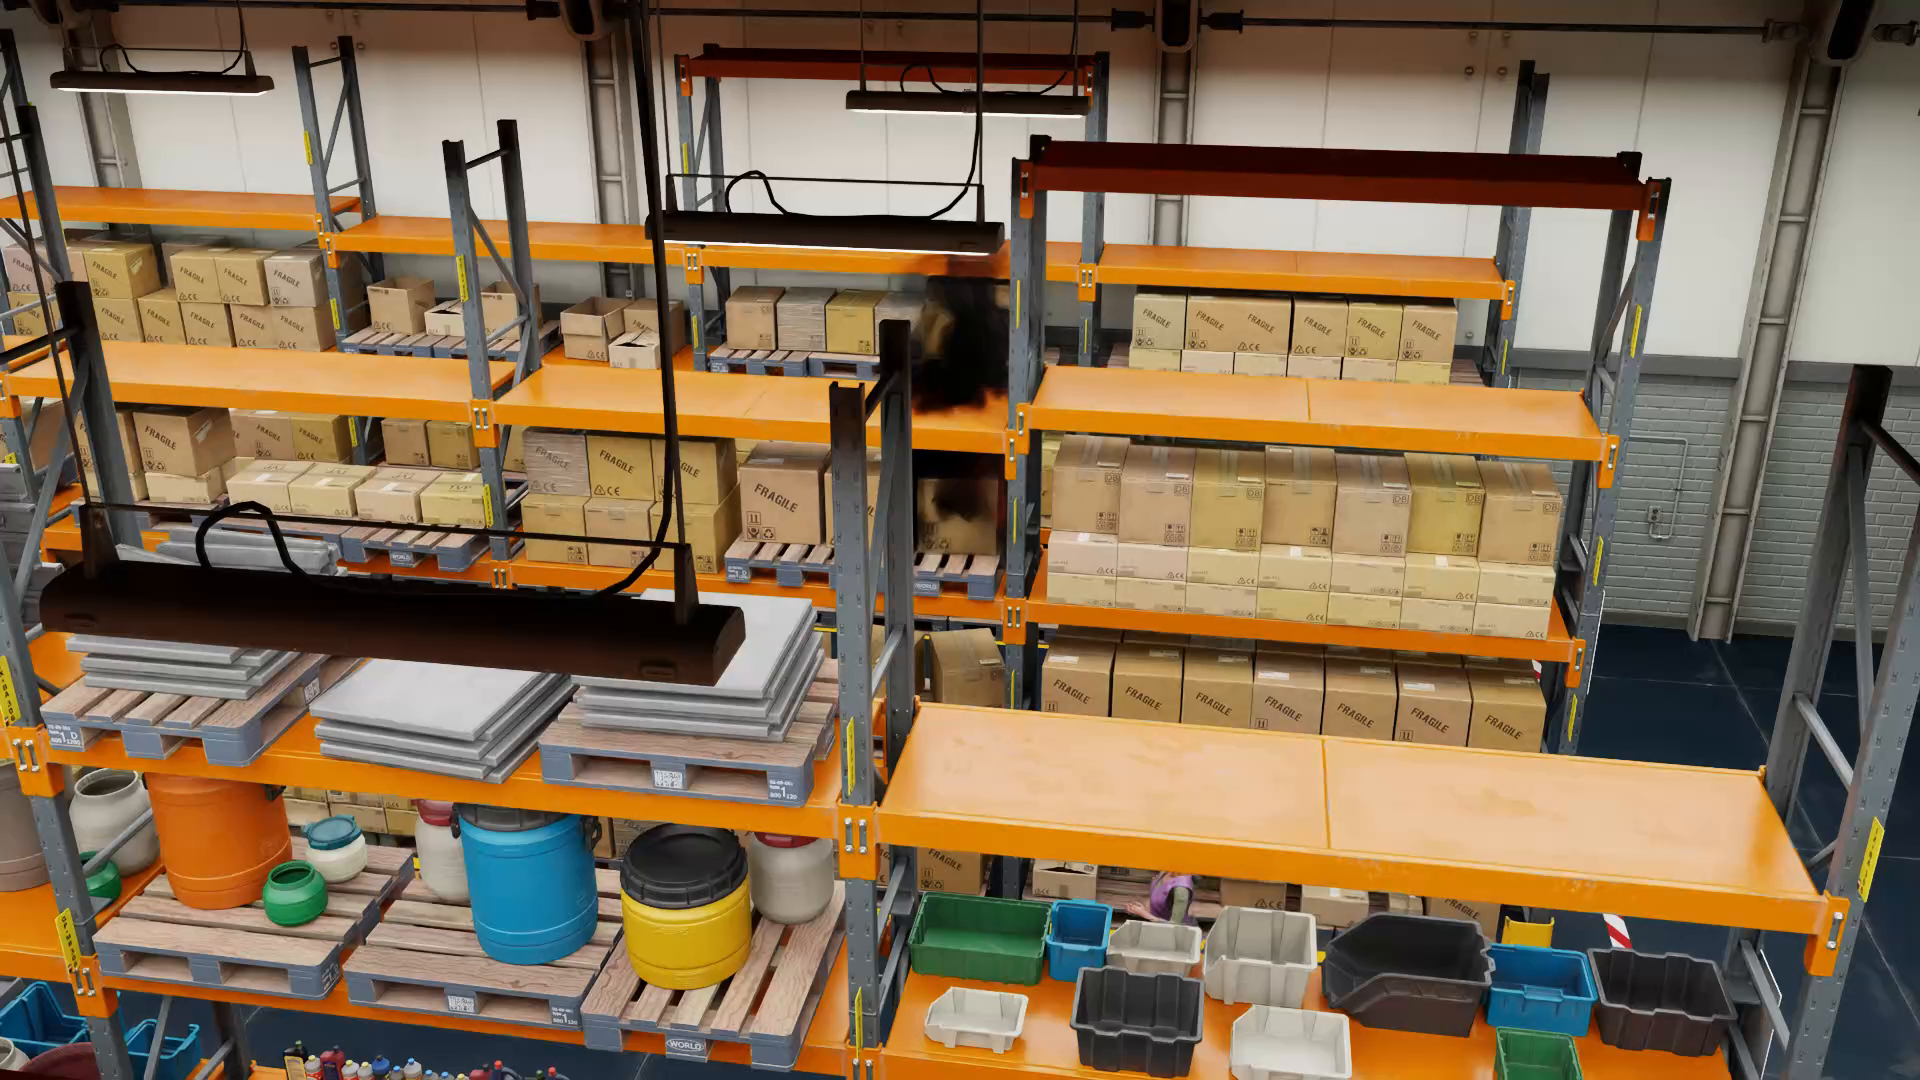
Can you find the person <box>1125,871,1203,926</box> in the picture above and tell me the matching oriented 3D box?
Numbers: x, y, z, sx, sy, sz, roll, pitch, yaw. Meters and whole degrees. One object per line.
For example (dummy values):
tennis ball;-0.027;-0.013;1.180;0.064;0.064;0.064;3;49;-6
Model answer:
person;1.416;2.702;11.182;0.832;1.613;0.536;-1;23;-3
